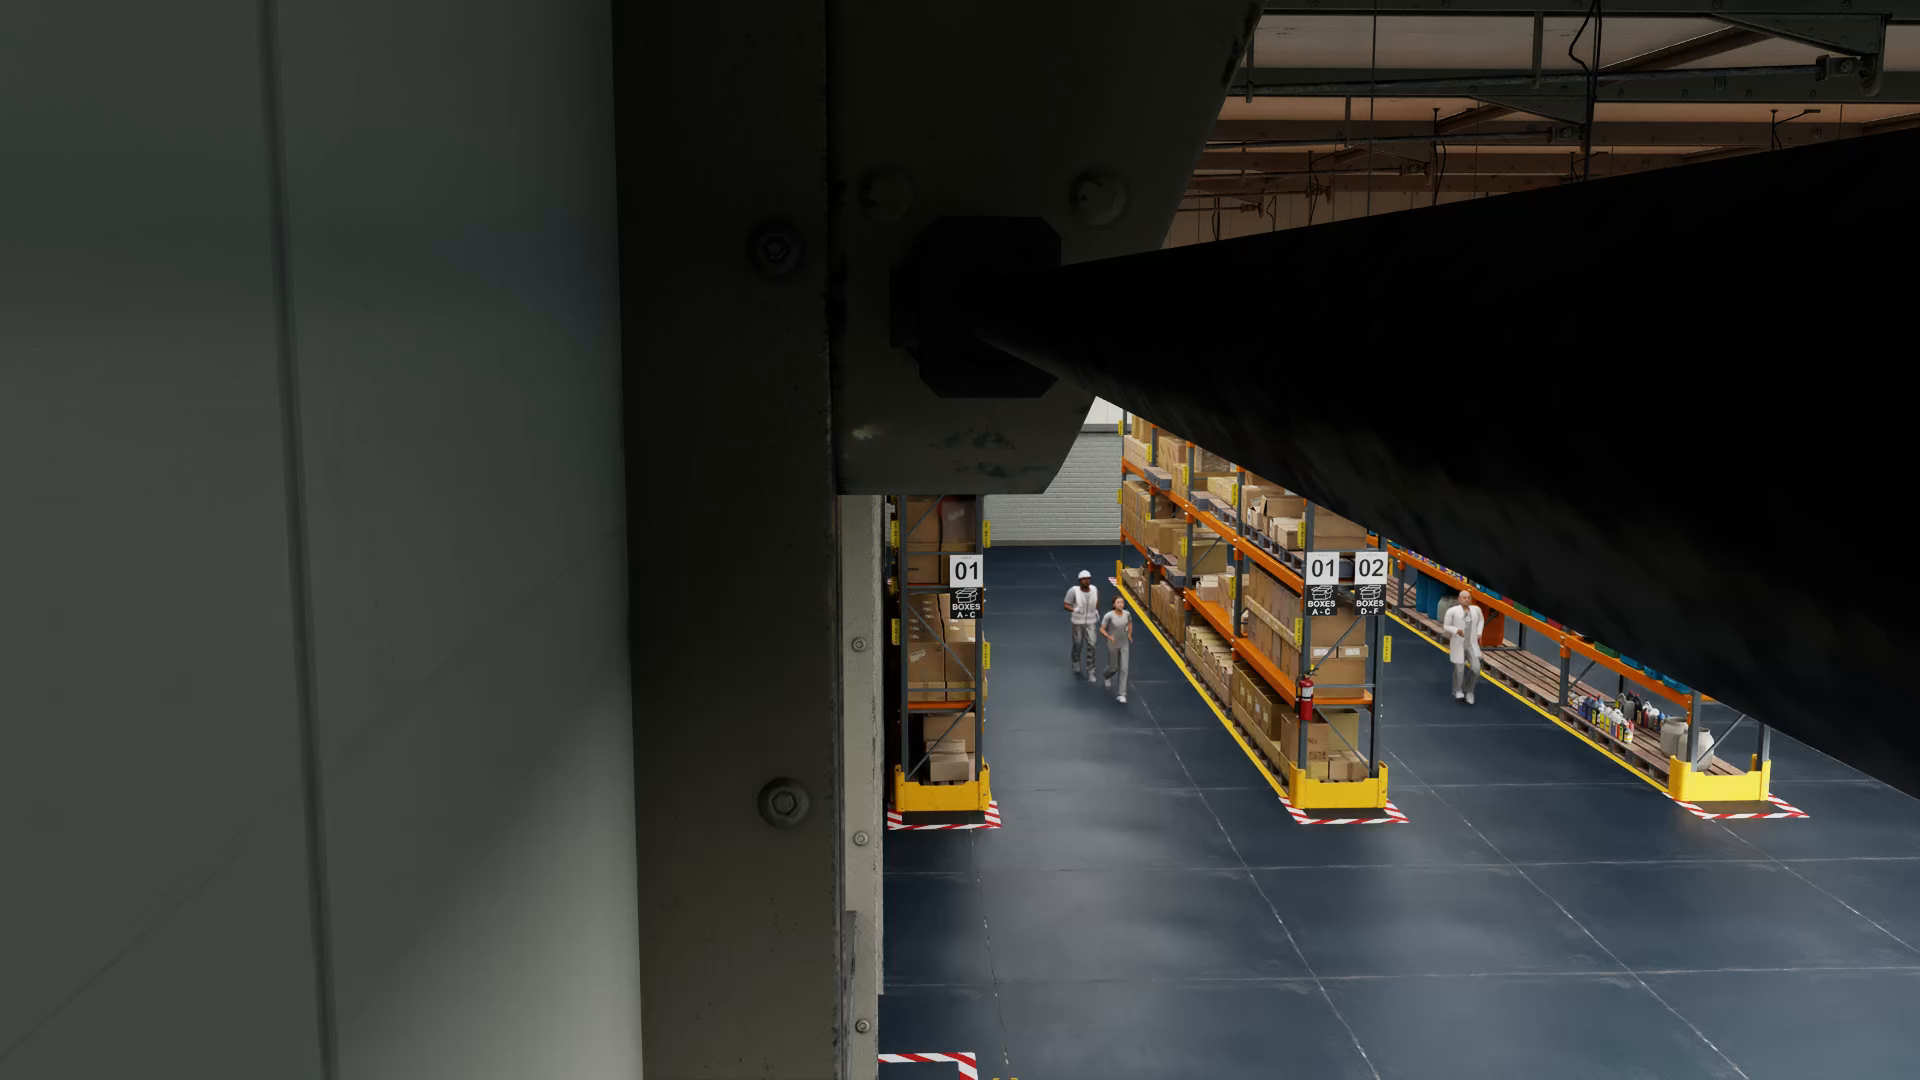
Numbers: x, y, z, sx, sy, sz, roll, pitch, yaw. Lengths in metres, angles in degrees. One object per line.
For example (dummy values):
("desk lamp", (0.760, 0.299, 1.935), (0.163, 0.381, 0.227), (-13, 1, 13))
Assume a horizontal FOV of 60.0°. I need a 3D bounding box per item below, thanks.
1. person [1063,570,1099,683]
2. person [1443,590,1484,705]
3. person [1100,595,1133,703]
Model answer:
("person", (2.023, 1.399, 27.528), (0.662, 1.826, 0.845), (-1, 9, -9))
("person", (7.834, 1.673, 25.801), (0.681, 1.796, 0.775), (0, 8, 2))
("person", (2.473, 1.672, 26.128), (0.570, 1.650, 0.924), (-2, 9, -11))
